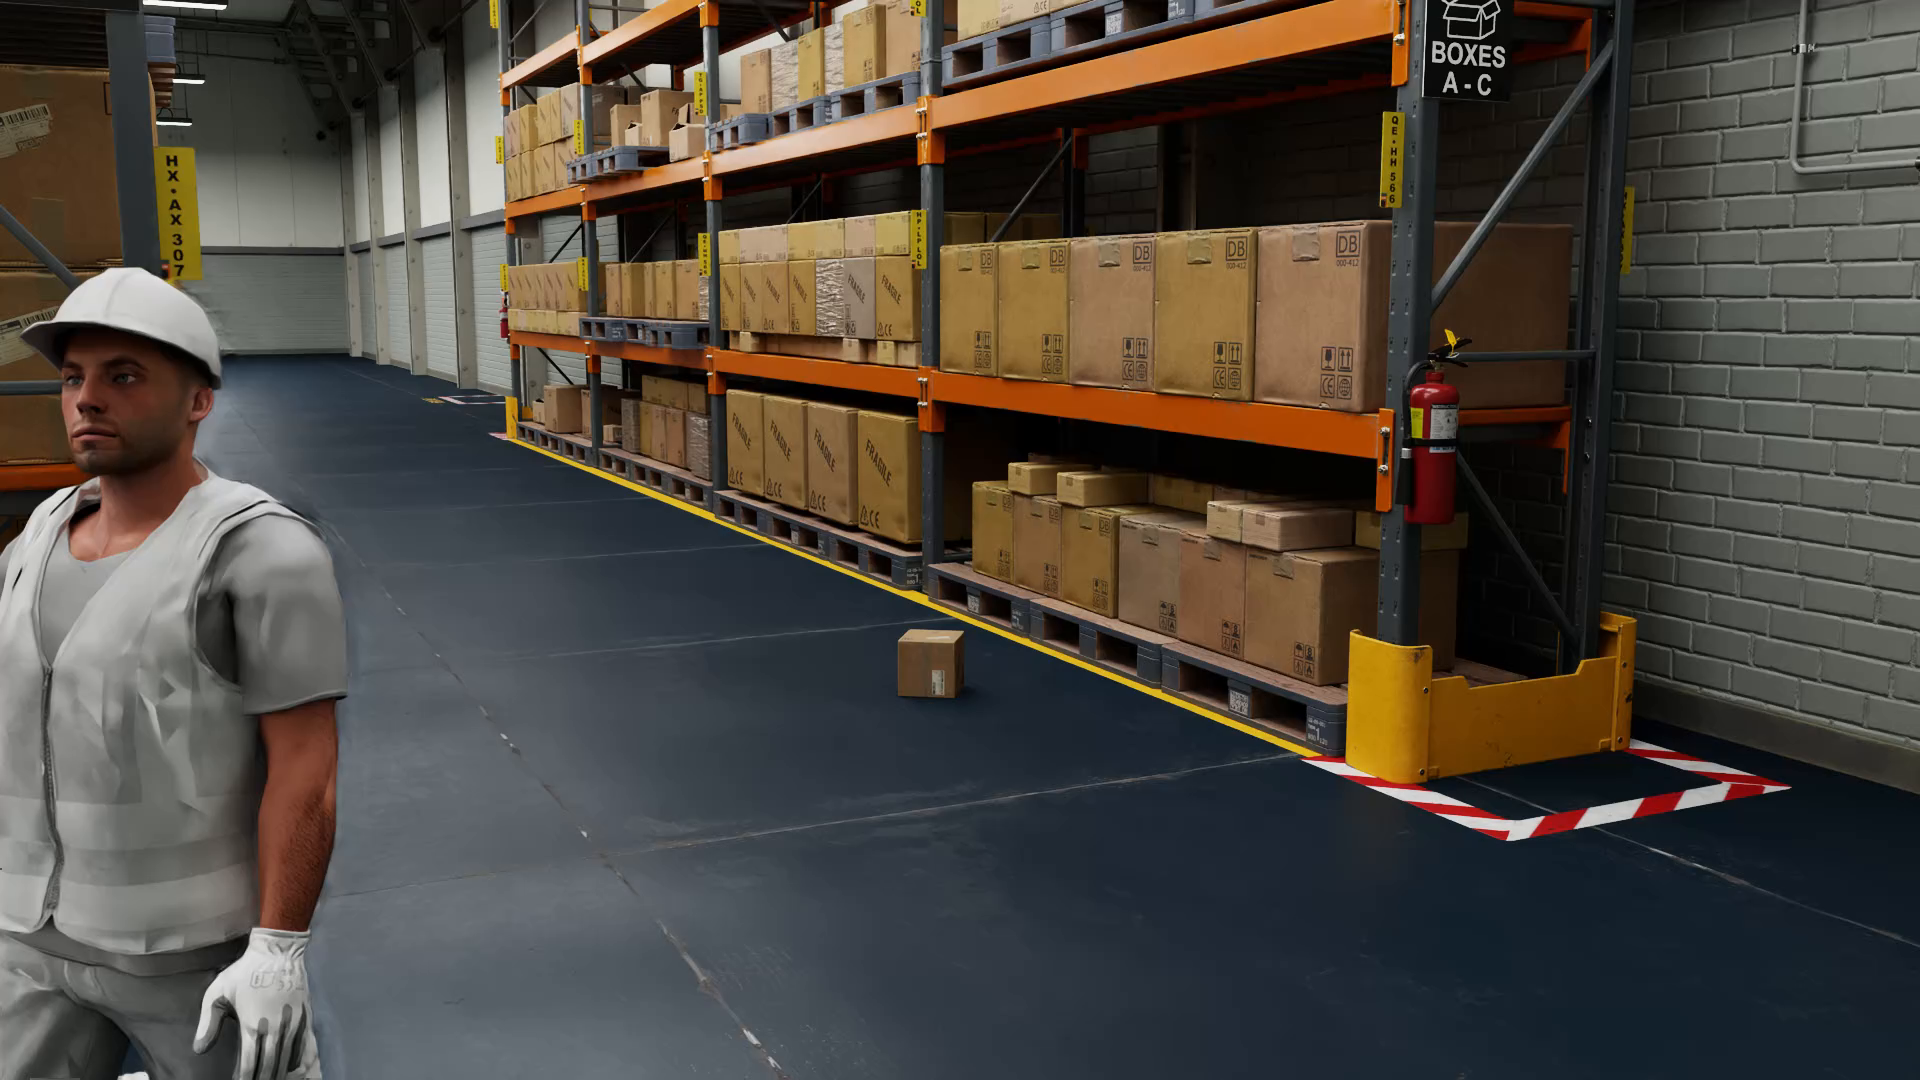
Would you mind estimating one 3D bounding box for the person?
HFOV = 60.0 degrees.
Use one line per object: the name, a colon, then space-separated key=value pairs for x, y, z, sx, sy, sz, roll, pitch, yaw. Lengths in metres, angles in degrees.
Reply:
person: x=-1.080 y=0.523 z=2.224 sx=0.589 sy=1.755 sz=0.967 roll=2 pitch=9 yaw=16
